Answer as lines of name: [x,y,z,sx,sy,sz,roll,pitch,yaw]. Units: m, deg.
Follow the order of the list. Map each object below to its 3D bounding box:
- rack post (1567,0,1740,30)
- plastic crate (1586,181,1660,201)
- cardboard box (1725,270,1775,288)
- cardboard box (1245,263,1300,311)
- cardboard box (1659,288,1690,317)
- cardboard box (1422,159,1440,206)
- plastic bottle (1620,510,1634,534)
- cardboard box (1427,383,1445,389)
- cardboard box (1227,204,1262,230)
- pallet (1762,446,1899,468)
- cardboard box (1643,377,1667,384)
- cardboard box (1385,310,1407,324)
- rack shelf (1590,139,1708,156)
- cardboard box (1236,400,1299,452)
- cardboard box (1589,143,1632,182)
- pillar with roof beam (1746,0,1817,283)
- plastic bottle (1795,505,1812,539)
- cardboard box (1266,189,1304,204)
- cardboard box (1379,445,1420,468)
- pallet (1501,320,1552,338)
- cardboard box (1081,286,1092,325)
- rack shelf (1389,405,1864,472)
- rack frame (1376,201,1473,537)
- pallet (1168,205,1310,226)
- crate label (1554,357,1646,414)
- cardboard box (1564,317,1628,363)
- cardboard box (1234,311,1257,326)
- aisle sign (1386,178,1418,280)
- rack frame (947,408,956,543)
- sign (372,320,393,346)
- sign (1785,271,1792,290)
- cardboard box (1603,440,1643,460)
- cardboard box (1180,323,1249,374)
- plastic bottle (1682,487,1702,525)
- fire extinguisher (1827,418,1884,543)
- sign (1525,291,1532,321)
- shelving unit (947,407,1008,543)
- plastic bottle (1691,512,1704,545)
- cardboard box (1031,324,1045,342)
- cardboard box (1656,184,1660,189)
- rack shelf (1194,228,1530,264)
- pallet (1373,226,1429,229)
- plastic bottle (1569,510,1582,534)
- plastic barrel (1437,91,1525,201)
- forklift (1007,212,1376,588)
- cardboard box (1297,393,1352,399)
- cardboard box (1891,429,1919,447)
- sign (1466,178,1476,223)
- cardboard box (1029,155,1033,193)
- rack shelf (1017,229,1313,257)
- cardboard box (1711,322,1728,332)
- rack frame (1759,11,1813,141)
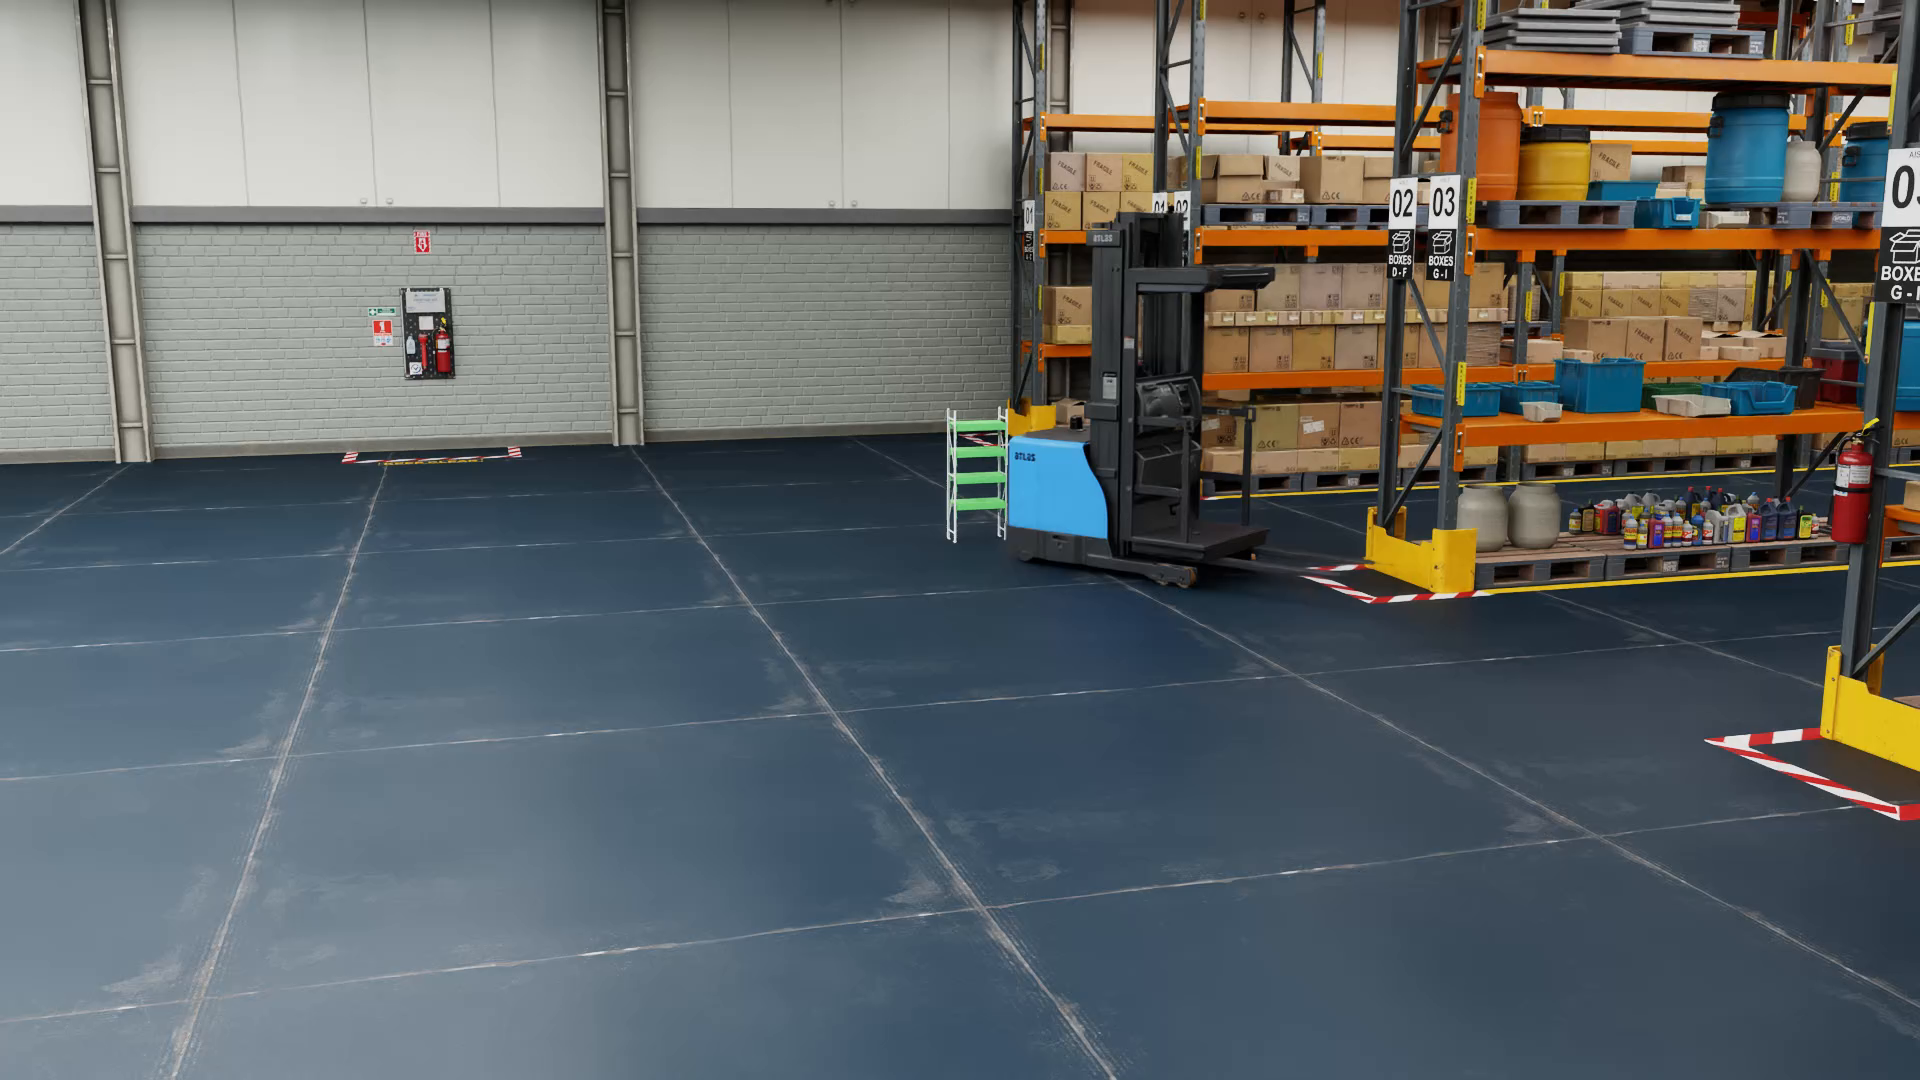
rack post: [5.523,-4.169,13.248,0.954,0.300,0.937,-3,11,-17]
plastic crate: [5.418,-2.768,13.760,0.575,0.384,0.392,-3,11,-16]
cardboard box: [12.047,-3.987,25.400,0.500,0.250,0.500,-3,11,-15]
cardboard box: [3.297,-2.752,18.054,0.500,0.500,0.700,-3,11,-17]
cardboard box: [10.602,-3.542,25.051,0.500,0.500,0.500,-3,11,-14]
cardboard box: [5.574,-4.036,18.779,0.500,0.500,0.500,-2,11,-11]
plastic bottle: [5.748,-0.155,14.323,0.097,0.201,0.097,0,10,0]
cardboard box: [6.911,-2.185,24.520,0.500,0.500,0.700,-3,11,-16]
cardboard box: [3.838,-4.519,22.895,0.500,0.500,0.500,-4,11,-21]
pallet: [10.699,-1.078,20.521,1.213,0.211,1.003,-3,11,-16]
cardboard box: [10.169,-2.486,25.246,0.750,0.750,0.750,-3,11,-16]
cardboard box: [4.710,-2.469,18.308,0.250,0.149,0.380,-3,11,-14]
rack shelf: [10.504,-5.780,24.884,4.000,0.370,1.077,-3,11,-16]
cardboard box: [3.347,-1.250,18.120,0.500,0.500,0.500,-3,11,-16]
cardboard box: [7.275,-4.250,18.947,0.500,0.500,0.500,-2,11,-10]
pillar with roof beam: [14.058,-5.869,22.277,0.548,9.000,9.100,-3,11,-16]
plastic bottle: [7.142,-0.153,14.084,0.133,0.283,0.061,-2,11,-13]
cardboard box: [3.470,-3.669,17.758,0.250,0.149,0.380,-3,11,-16]
cardboard box: [4.788,-0.957,18.598,0.500,0.250,0.500,-3,11,-16]
pallet: [7.929,-3.130,24.497,1.003,0.211,1.213,-3,11,-16]
cardboard box: [1.922,-3.174,22.495,0.500,0.500,0.500,-3,11,-16]
rack shelf: [5.592,-0.899,13.837,4.000,0.370,1.077,-3,11,-16]
rack frame: [3.672,-1.152,13.222,0.127,3.000,1.000,-3,11,-16]
pallet: [2.977,-3.476,17.807,1.213,0.211,1.003,-3,11,-16]
crate label: [5.363,-1.309,13.980,0.616,0.435,0.502,-3,11,-16]
cardboard box: [7.379,-2.327,19.331,0.500,0.500,0.500,-2,11,-12]
cardboard box: [2.980,-2.378,17.812,0.250,0.149,0.380,-3,11,-17]
aisle sign: [3.519,-2.478,13.247,0.004,0.787,0.394,-3,11,-16]
rack frame: [-0.075,-0.586,15.120,0.015,1.200,0.240,-3,11,-16]
sign: [-7.371,-2.645,21.236,0.234,0.329,0.001,-3,11,-16]
sign: [12.585,-3.918,25.268,0.005,0.325,0.100,-3,11,-16]
cardboard box: [7.575,-1.099,19.372,0.500,0.250,0.500,-3,11,-18]
cardboard box: [2.742,-2.084,18.008,0.500,0.500,0.700,-3,11,-16]
plastic bottle: [6.440,-0.290,14.640,0.185,0.351,0.144,-4,11,-18]
fire extinguisher: [4.817,-0.327,8.956,0.183,0.674,0.296,-3,11,-16]
sign: [6.288,-2.584,18.391,0.005,0.325,0.100,-3,11,-16]
shelving unit: [0.159,-0.598,15.187,0.503,1.200,0.258,-3,11,-16]
plastic bottle: [6.119,-0.097,13.811,0.097,0.271,0.097,0,10,0]
cardboard box: [1.297,-2.868,22.900,0.500,0.250,0.500,-3,11,-15]
cardboard box: [10.062,-5.116,24.978,0.500,0.500,0.700,-2,11,-13]
rack shelf: [4.211,-3.236,18.244,4.000,0.370,1.077,-3,11,-16]
pallet: [6.361,-4.525,23.779,1.003,0.211,1.213,-3,11,-16]
plastic bottle: [5.312,-0.161,14.354,0.097,0.201,0.097,0,10,0]
plastic barrel: [4.103,-3.092,13.127,0.708,0.830,0.600,-3,11,-16]
forklift: [1.874,-1.168,13.501,3.031,2.935,1.130,8,13,37]
cardboard box: [4.159,-1.393,18.897,0.500,0.500,0.500,-3,11,-16]
cardboard box: [11.473,-1.430,20.424,0.500,0.500,0.500,-3,11,-17]
sign: [3.821,-2.536,12.429,0.005,0.325,0.100,-3,11,-16]
cardboard box: [1.243,-4.967,22.569,0.500,0.500,0.500,-3,11,-13]
rack shelf: [2.823,-4.097,22.920,4.000,0.370,1.077,-3,11,-16]
cardboard box: [11.444,-3.256,25.288,0.250,0.149,0.380,-3,11,-16]
rack frame: [12.424,-6.432,25.332,0.127,3.000,1.000,-3,11,-16]
